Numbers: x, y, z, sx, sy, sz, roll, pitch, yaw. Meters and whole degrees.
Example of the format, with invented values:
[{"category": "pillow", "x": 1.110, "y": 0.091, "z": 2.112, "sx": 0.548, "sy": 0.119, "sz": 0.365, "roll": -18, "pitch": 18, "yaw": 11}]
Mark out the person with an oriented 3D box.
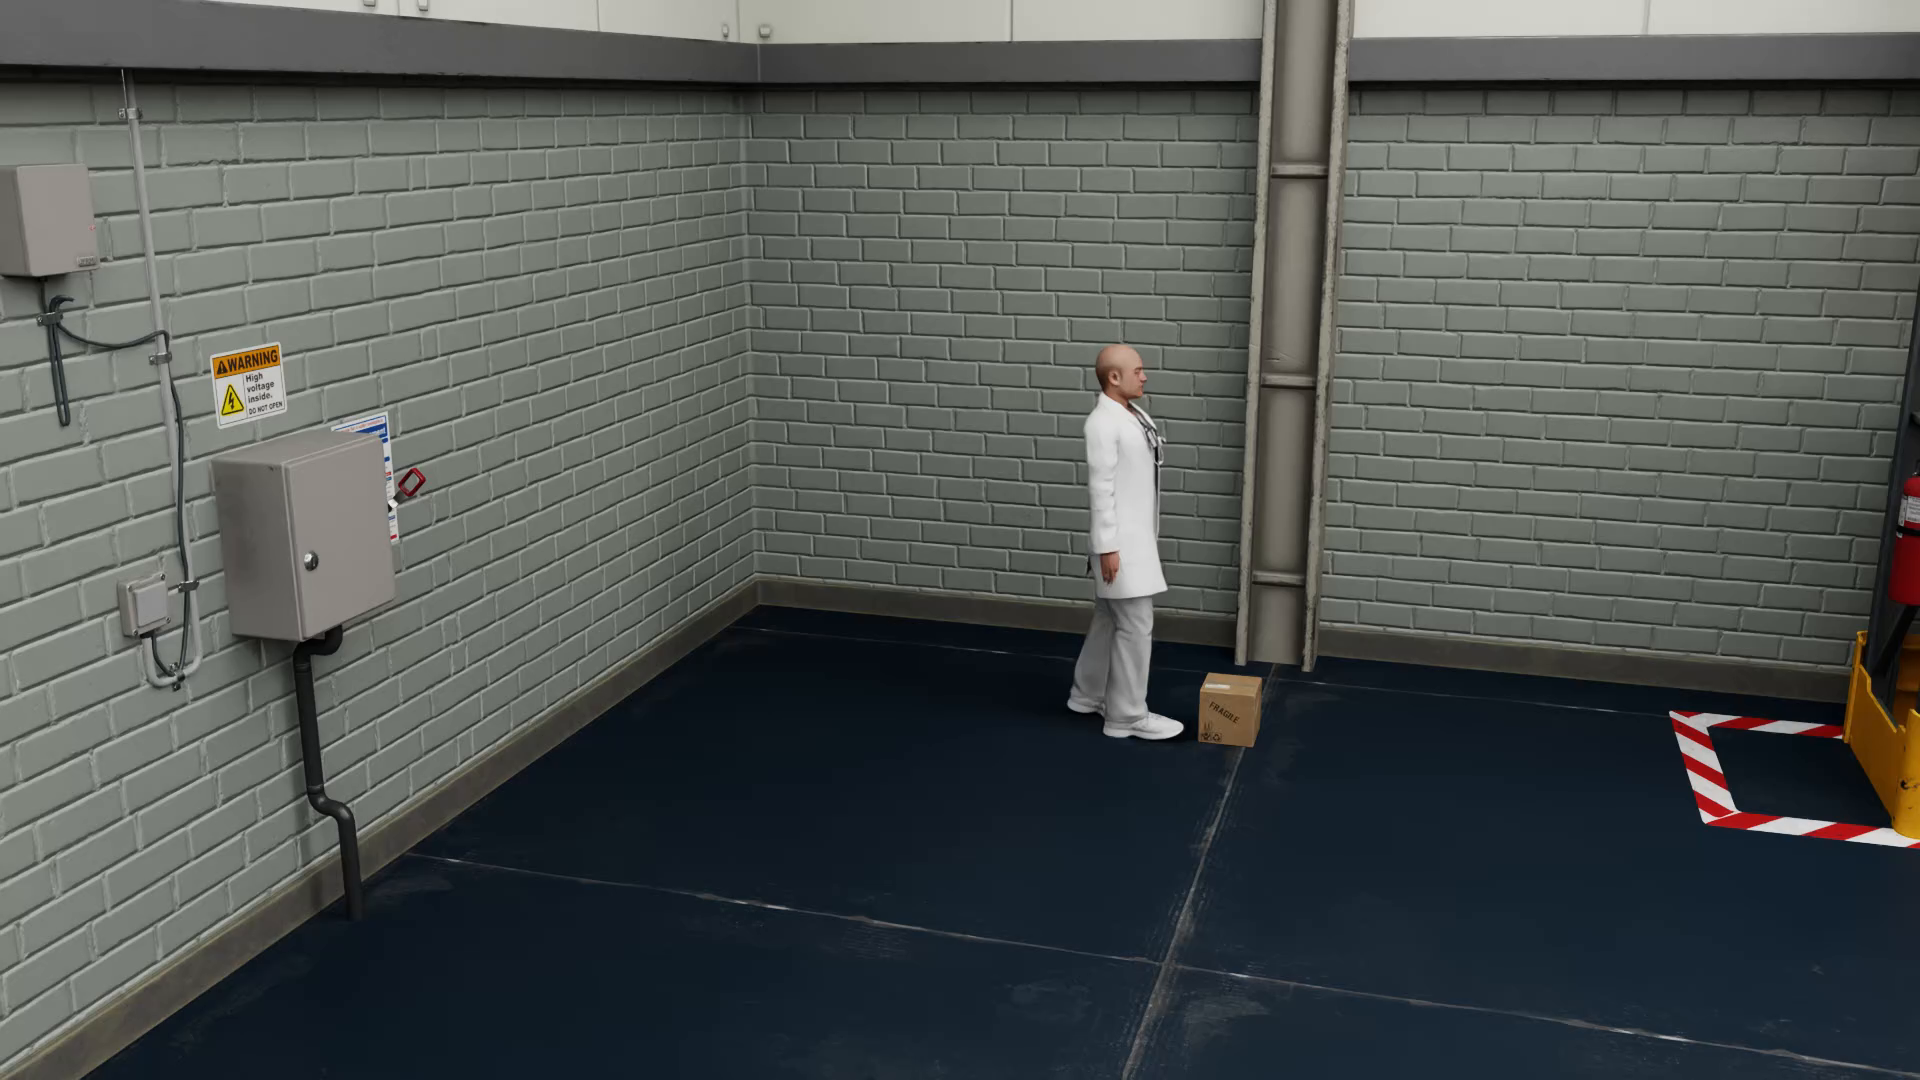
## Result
[{"category": "person", "x": 0.770, "y": 0.007, "z": 7.541, "sx": 0.596, "sy": 1.788, "sz": 0.587, "roll": 4, "pitch": 15, "yaw": 17}]
